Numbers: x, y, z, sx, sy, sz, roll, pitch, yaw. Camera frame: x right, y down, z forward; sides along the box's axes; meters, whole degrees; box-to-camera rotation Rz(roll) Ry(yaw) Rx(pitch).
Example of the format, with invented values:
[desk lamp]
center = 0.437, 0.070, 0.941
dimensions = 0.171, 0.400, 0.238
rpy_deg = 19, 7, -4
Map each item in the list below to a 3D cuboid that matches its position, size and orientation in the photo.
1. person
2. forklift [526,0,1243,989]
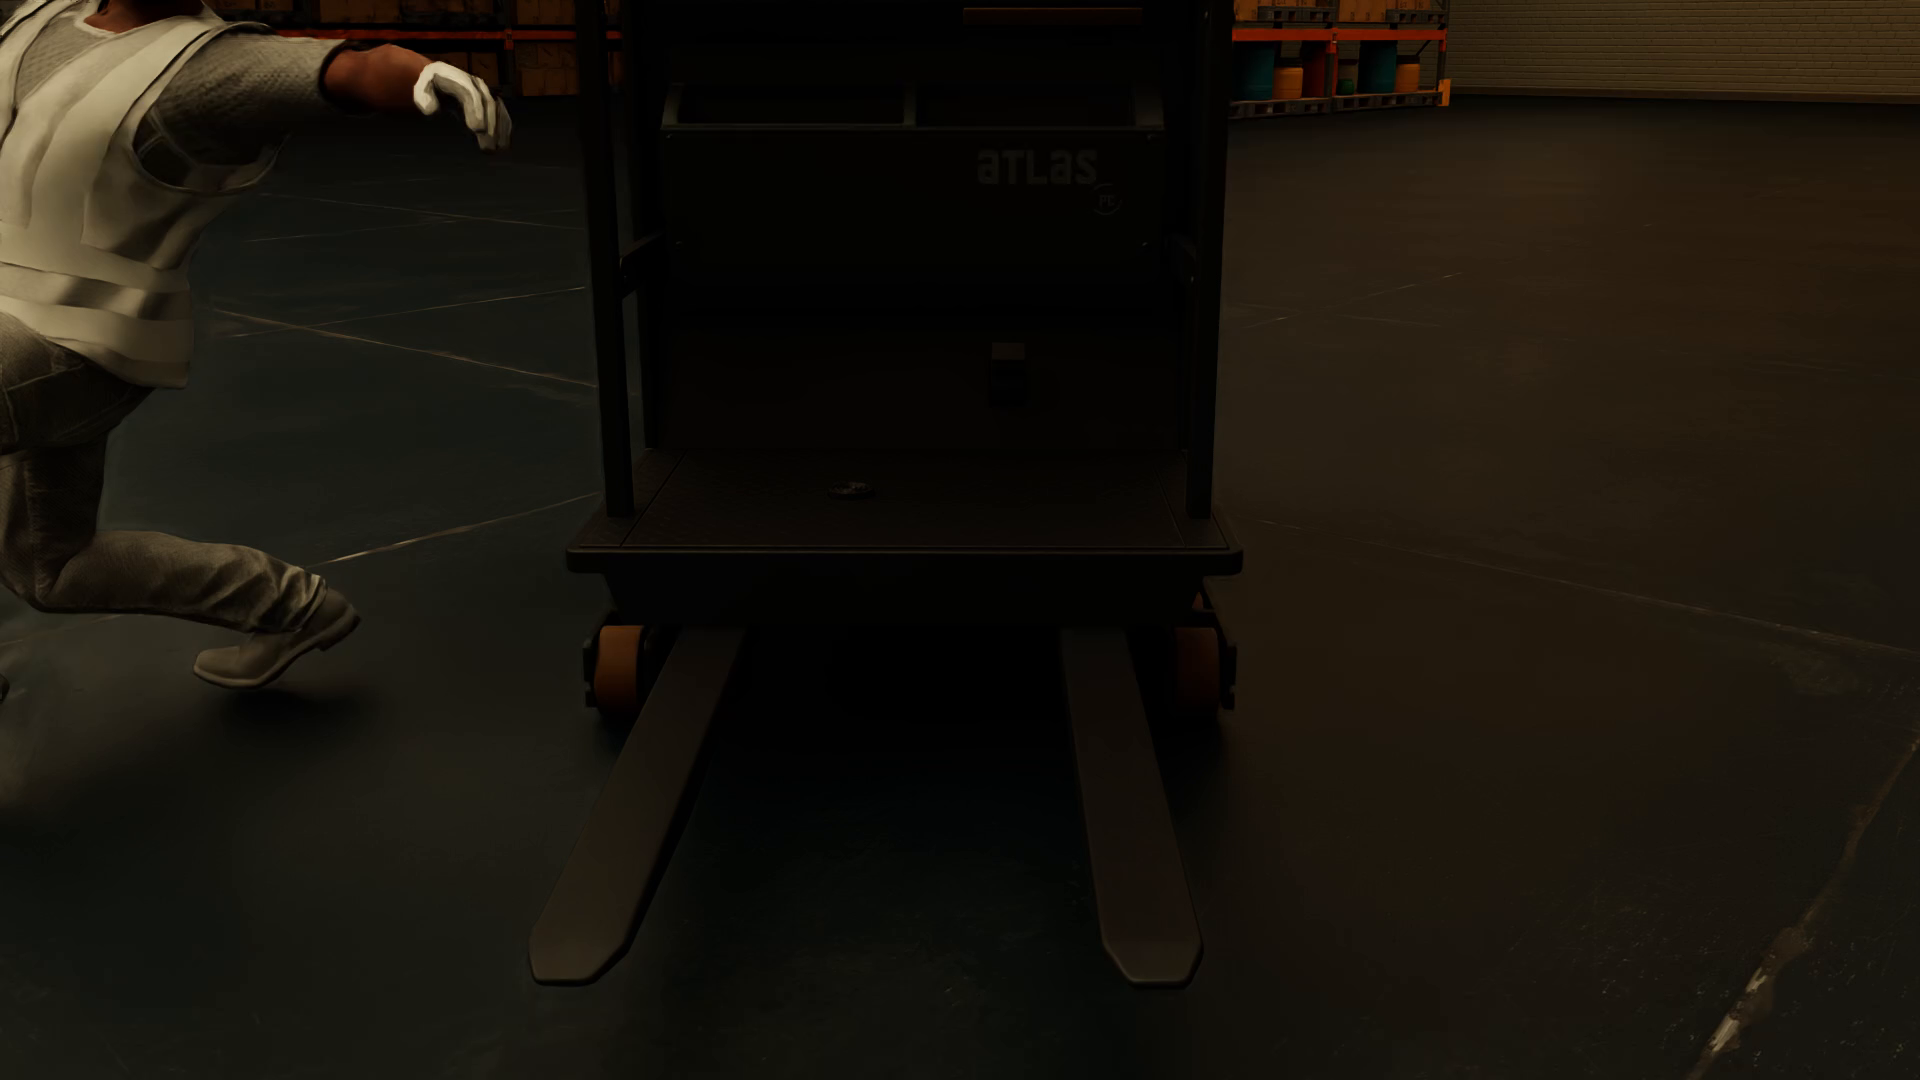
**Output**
[person]
center = -1.254, -0.328, 2.425
dimensions = 0.889, 1.541, 1.108
rpy_deg = -15, 23, -41
[forklift]
center = -0.086, -1.179, 2.780
dimensions = 1.130, 2.935, 3.031
rpy_deg = 0, 17, 1
